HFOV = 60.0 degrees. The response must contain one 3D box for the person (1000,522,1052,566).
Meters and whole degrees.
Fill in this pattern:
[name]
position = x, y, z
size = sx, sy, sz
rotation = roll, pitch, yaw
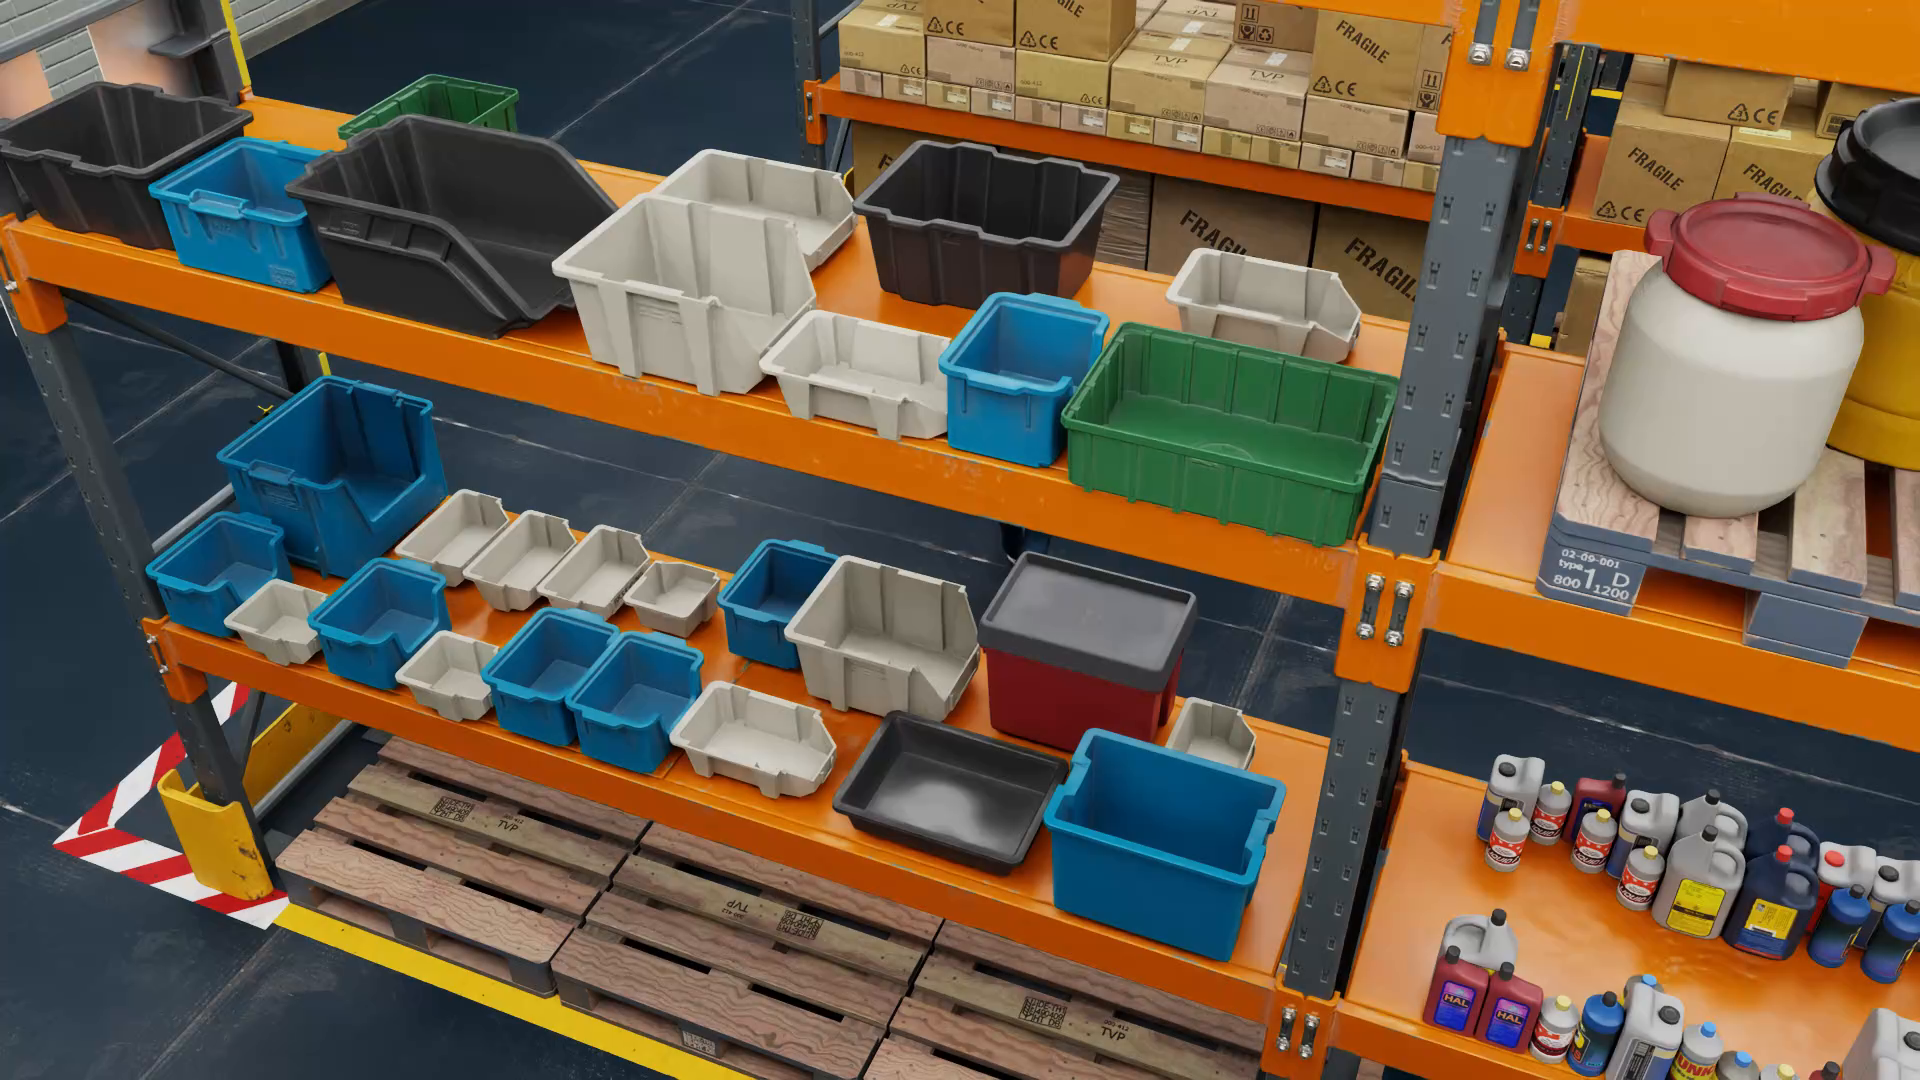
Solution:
[person]
position = 0.330, -0.360, 7.285
size = 0.553, 1.553, 0.847
rotation = 18, 41, 21
